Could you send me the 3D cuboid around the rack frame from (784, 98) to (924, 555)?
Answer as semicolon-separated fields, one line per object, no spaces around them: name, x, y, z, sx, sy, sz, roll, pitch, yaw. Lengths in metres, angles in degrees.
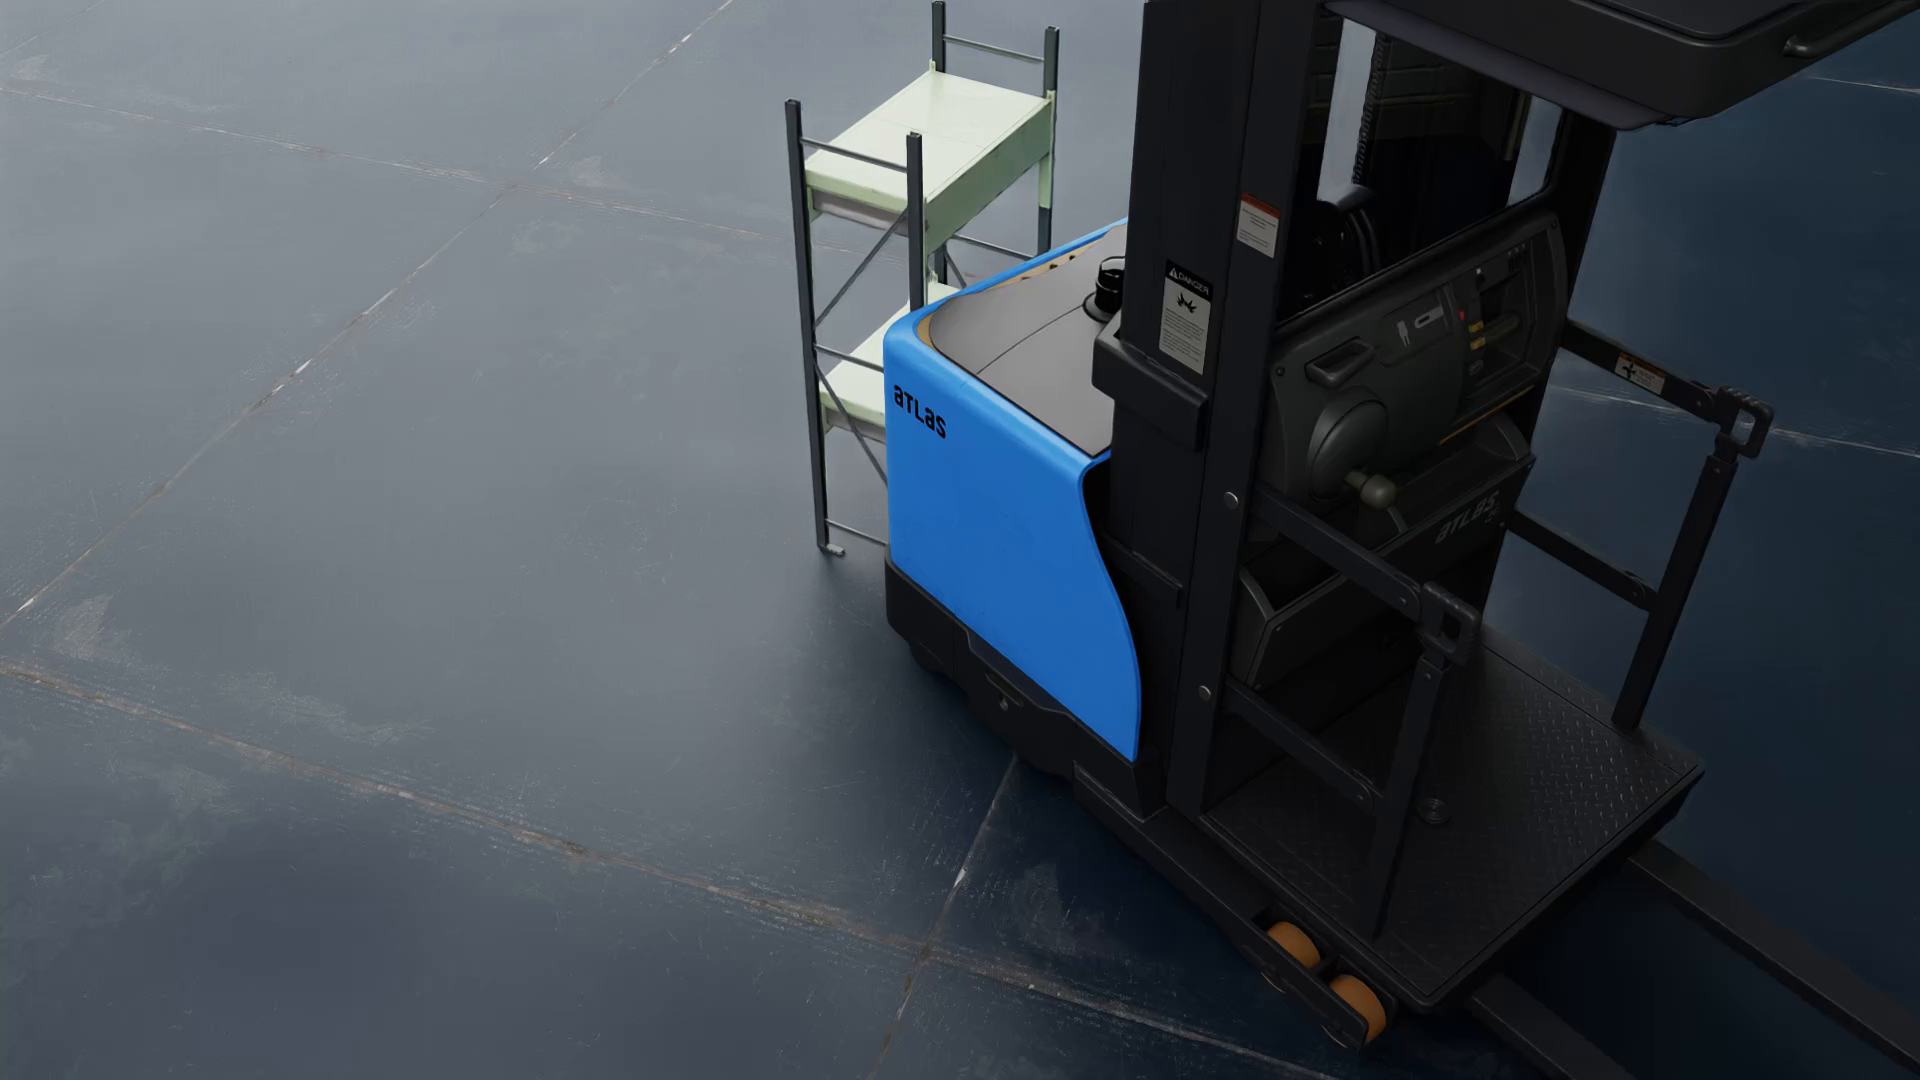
rack frame;-0.272;-0.494;4.673;0.400;1.500;0.023;21;45;23

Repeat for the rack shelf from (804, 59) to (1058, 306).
rack shelf;-0.087;-0.996;4.660;0.431;0.370;0.720;21;45;23

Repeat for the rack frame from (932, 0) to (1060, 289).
rack frame;0.097;-0.904;5.154;0.400;1.500;0.023;21;45;23

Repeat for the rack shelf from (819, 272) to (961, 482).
rack shelf;-0.087;-0.451;5.125;0.431;0.370;0.720;21;45;23

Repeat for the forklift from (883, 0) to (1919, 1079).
forklift;1.109;-0.310;3.355;1.130;2.935;3.031;-28;48;-29

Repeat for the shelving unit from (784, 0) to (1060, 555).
shelving unit;-0.087;-0.699;4.913;0.431;1.500;0.755;21;45;23
